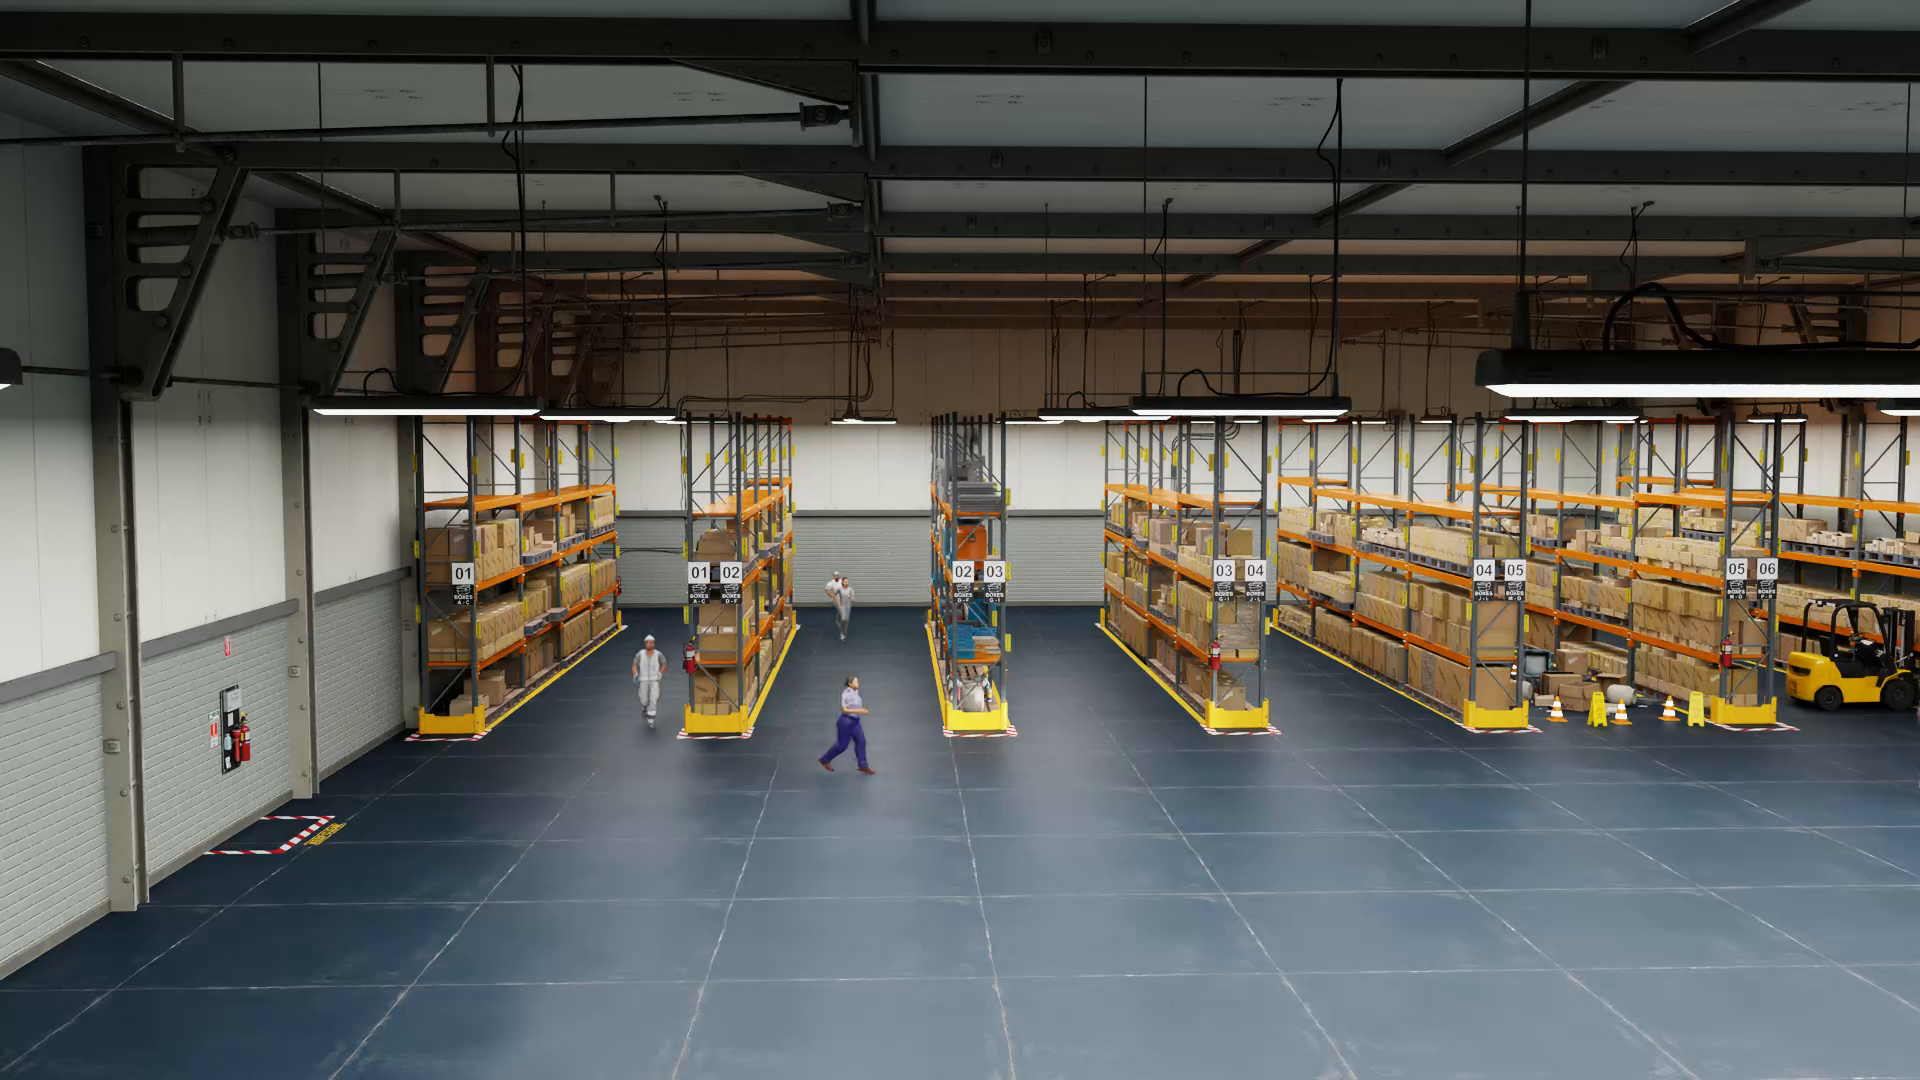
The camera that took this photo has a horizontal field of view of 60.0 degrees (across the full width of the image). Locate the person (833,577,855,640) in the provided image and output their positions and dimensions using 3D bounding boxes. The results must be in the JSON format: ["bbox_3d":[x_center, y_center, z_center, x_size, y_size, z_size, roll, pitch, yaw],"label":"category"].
[{"bbox_3d":[-3.105,1.848,44.804,0.541,1.703,0.720,-2,4,-21],"label":"person"}]

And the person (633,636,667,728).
[{"bbox_3d":[-5.921,2.692,31.747,0.646,1.728,0.661,-1,4,-9],"label":"person"}]

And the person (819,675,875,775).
[{"bbox_3d":[-1.857,3.044,27.345,0.925,1.635,0.577,1,4,16],"label":"person"}]

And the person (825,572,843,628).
[{"bbox_3d":[-3.449,1.709,47.279,0.614,1.624,0.576,-3,5,-35],"label":"person"}]
